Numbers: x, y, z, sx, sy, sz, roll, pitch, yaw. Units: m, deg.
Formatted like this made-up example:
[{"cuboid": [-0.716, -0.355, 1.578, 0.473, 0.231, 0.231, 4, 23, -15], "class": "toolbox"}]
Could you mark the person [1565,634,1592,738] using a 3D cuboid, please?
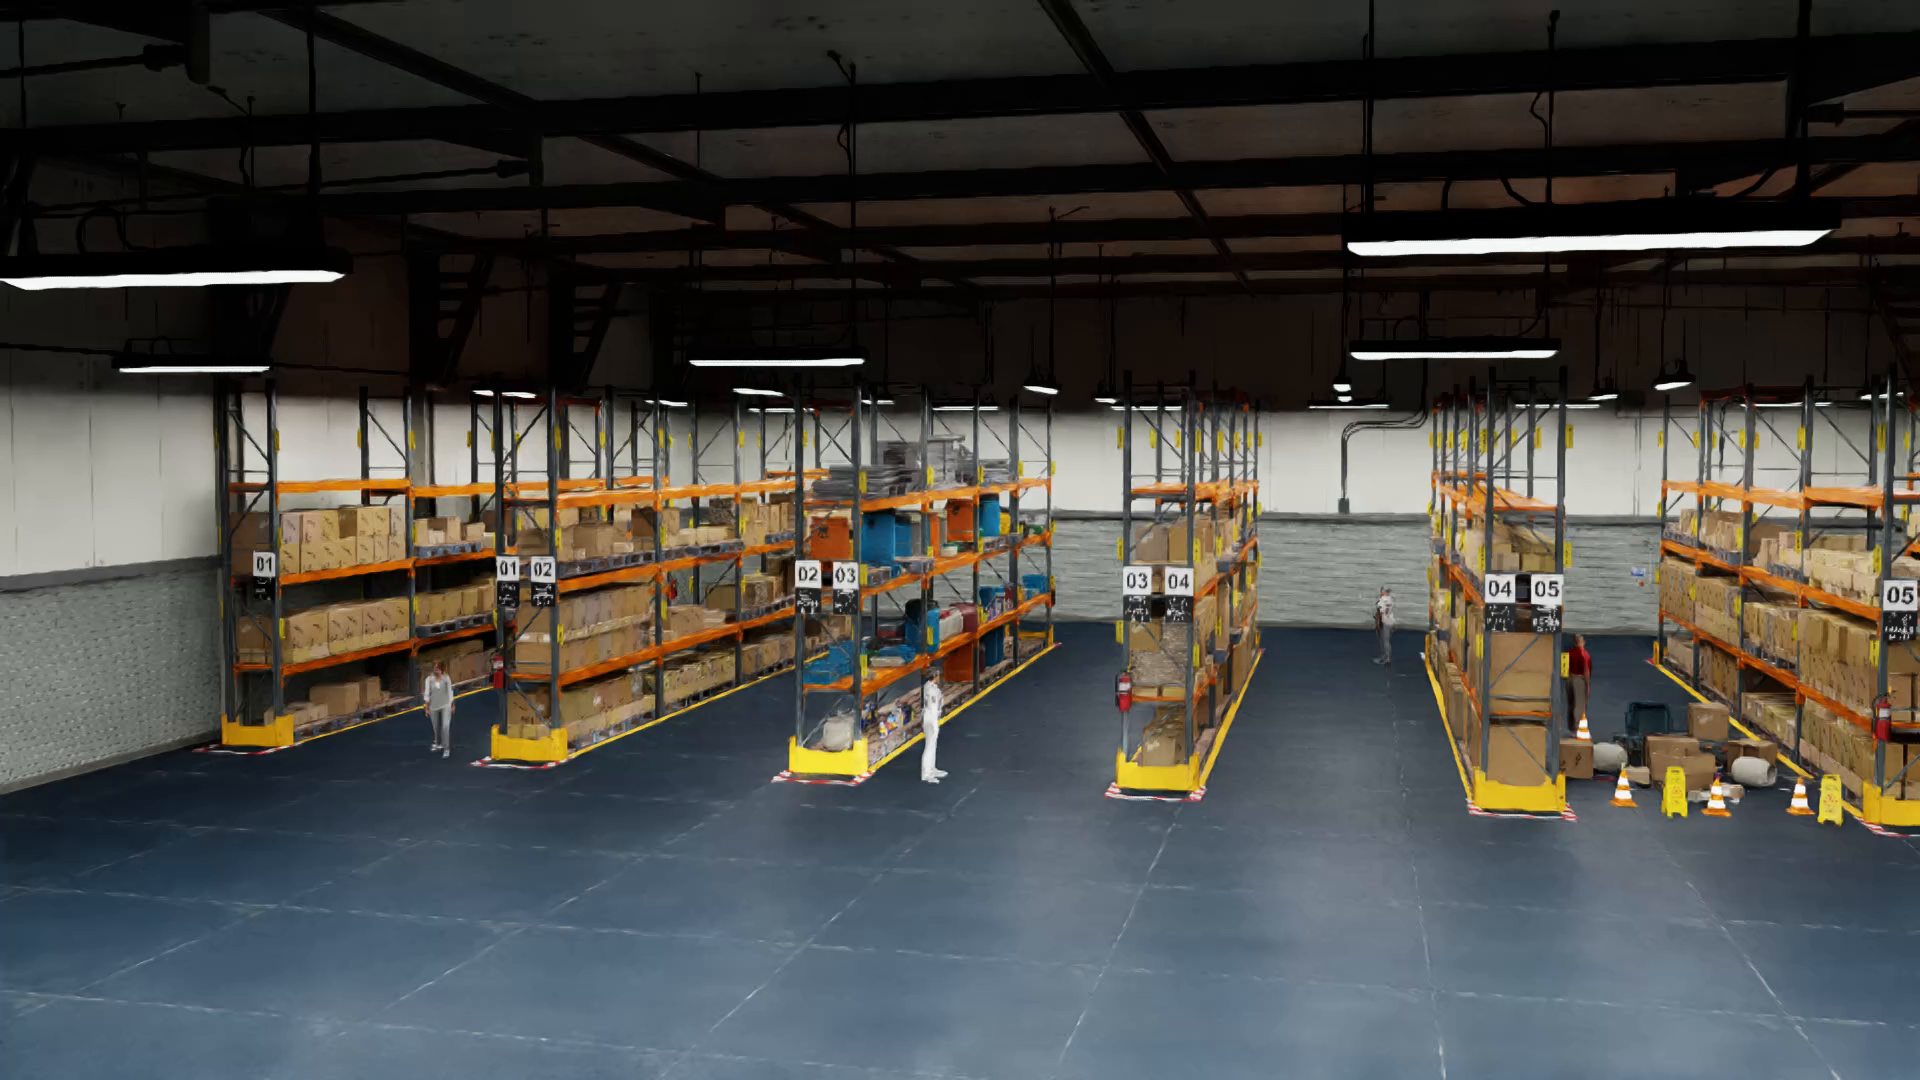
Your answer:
[{"cuboid": [10.462, 2.443, 28.039, 0.456, 1.733, 0.593, -1, 4, -16], "class": "person"}]

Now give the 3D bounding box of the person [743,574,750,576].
[{"cuboid": [-5.304, 1.679, 41.296, 0.346, 1.682, 0.540, 0, 3, -2], "class": "person"}]

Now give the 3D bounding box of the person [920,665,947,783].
[{"cuboid": [-0.378, 2.684, 24.418, 0.434, 1.684, 0.552, -1, 3, -10], "class": "person"}]

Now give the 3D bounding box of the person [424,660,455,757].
[{"cuboid": [-8.259, 2.645, 26.388, 0.452, 1.533, 0.882, 0, 3, -8], "class": "person"}]

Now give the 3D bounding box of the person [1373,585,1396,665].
[{"cuboid": [9.454, 1.892, 37.086, 0.562, 1.754, 0.623, 3, 5, 41], "class": "person"}]
